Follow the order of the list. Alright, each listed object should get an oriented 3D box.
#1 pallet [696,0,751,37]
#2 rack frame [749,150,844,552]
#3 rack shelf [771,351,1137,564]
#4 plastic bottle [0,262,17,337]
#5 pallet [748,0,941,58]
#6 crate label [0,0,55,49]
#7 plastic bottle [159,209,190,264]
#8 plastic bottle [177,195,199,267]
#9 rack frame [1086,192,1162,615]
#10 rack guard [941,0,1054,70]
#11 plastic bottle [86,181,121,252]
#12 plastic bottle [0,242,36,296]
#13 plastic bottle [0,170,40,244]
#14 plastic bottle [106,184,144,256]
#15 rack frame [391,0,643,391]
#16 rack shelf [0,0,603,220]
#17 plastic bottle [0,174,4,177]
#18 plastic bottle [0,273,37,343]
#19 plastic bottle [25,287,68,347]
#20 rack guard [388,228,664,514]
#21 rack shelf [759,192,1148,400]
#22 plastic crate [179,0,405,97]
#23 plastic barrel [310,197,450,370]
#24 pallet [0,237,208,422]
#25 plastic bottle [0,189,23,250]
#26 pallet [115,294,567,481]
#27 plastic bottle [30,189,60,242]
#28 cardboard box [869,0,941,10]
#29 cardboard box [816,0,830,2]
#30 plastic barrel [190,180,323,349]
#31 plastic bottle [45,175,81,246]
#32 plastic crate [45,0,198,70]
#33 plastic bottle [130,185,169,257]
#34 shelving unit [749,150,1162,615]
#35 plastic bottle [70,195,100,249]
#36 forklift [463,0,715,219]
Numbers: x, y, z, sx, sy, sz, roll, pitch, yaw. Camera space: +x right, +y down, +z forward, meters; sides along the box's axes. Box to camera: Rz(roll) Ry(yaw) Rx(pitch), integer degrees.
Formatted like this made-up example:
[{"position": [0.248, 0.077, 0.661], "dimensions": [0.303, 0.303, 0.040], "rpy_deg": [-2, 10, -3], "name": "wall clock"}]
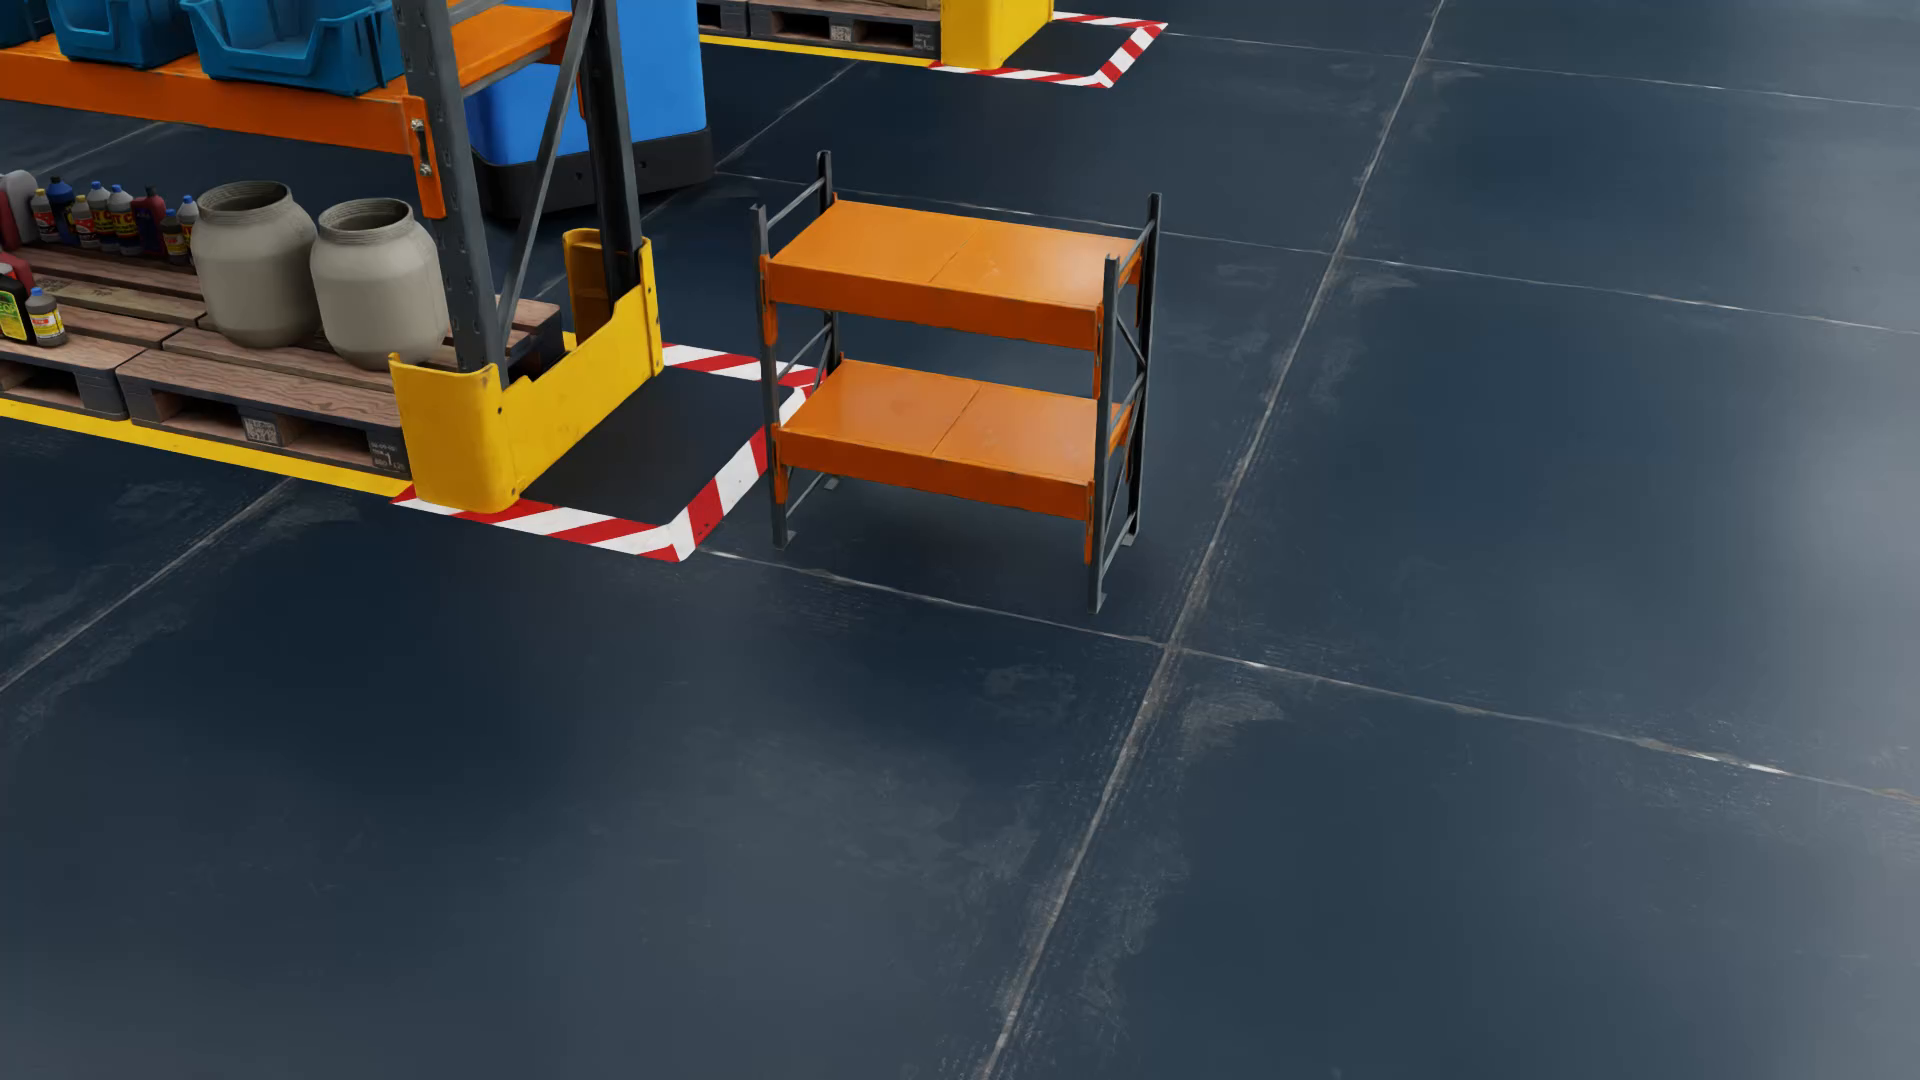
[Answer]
[{"position": [-1.665, -3.437, 10.379], "dimensions": [1.213, 0.211, 1.003], "rpy_deg": [11, 34, 16], "name": "pallet"}, {"position": [-0.485, -0.567, 5.091], "dimensions": [0.032, 1.125, 0.500], "rpy_deg": [11, 34, 16], "name": "rack frame"}, {"position": [-0.006, -0.268, 5.079], "dimensions": [1.000, 0.278, 0.538], "rpy_deg": [11, 34, 16], "name": "rack shelf"}, {"position": [-3.472, -0.888, 5.965], "dimensions": [0.135, 0.276, 0.152], "rpy_deg": [11, 35, 17], "name": "plastic bottle"}, {"position": [-0.521, -3.213, 10.032], "dimensions": [1.213, 0.211, 1.003], "rpy_deg": [11, 34, 16], "name": "pallet"}, {"position": [-3.191, -1.888, 5.377], "dimensions": [0.616, 0.435, 0.502], "rpy_deg": [11, 34, 16], "name": "crate label"}, {"position": [-3.066, -1.194, 6.508], "dimensions": [0.097, 0.201, 0.097], "rpy_deg": [0, 33, 0], "name": "plastic bottle"}, {"position": [-2.969, -1.204, 6.459], "dimensions": [0.097, 0.271, 0.097], "rpy_deg": [0, 33, 0], "name": "plastic bottle"}, {"position": [0.472, -0.381, 4.803], "dimensions": [0.032, 1.125, 0.500], "rpy_deg": [11, 34, 16], "name": "rack frame"}, {"position": [0.232, -3.168, 9.695], "dimensions": [0.348, 0.500, 1.175], "rpy_deg": [11, 34, 16], "name": "rack guard"}, {"position": [-3.386, -1.285, 6.585], "dimensions": [0.097, 0.271, 0.097], "rpy_deg": [0, 33, 0], "name": "plastic bottle"}, {"position": [-3.437, -0.945, 6.047], "dimensions": [0.133, 0.283, 0.061], "rpy_deg": [11, 34, 16], "name": "plastic bottle"}, {"position": [-3.793, -1.351, 6.682], "dimensions": [0.135, 0.276, 0.152], "rpy_deg": [12, 35, 17], "name": "plastic bottle"}, {"position": [-3.292, -1.267, 6.557], "dimensions": [0.097, 0.271, 0.097], "rpy_deg": [0, 33, 0], "name": "plastic bottle"}, {"position": [-1.367, -1.675, 5.078], "dimensions": [0.127, 3.000, 1.000], "rpy_deg": [11, 34, 16], "name": "rack frame"}, {"position": [-3.250, -1.738, 5.840], "dimensions": [4.000, 0.370, 1.077], "rpy_deg": [11, 34, 16], "name": "rack shelf"}, {"position": [-3.945, -1.414, 6.711], "dimensions": [0.185, 0.351, 0.144], "rpy_deg": [11, 34, 16], "name": "plastic bottle"}, {"position": [-3.360, -0.843, 5.888], "dimensions": [0.133, 0.283, 0.061], "rpy_deg": [12, 35, 18], "name": "plastic bottle"}, {"position": [-3.244, -0.796, 5.892], "dimensions": [0.097, 0.201, 0.097], "rpy_deg": [0, 33, 0], "name": "plastic bottle"}, {"position": [-1.455, -0.614, 5.741], "dimensions": [0.348, 0.500, 1.175], "rpy_deg": [11, 34, 16], "name": "rack guard"}, {"position": [-0.006, -0.720, 4.788], "dimensions": [1.000, 0.278, 0.538], "rpy_deg": [11, 34, 16], "name": "rack shelf"}, {"position": [-1.939, -1.551, 5.024], "dimensions": [0.616, 0.251, 0.499], "rpy_deg": [11, 34, 16], "name": "plastic crate"}, {"position": [-2.013, -0.887, 5.765], "dimensions": [0.421, 0.512, 0.421], "rpy_deg": [0, 33, 0], "name": "plastic barrel"}, {"position": [-3.362, -0.869, 6.401], "dimensions": [1.213, 0.211, 1.003], "rpy_deg": [11, 34, 16], "name": "pallet"}, {"position": [-3.828, -1.299, 6.596], "dimensions": [0.133, 0.283, 0.061], "rpy_deg": [11, 34, 16], "name": "plastic bottle"}, {"position": [-2.218, -0.645, 6.054], "dimensions": [1.213, 0.211, 1.003], "rpy_deg": [11, 34, 16], "name": "pallet"}, {"position": [-3.673, -1.312, 6.690], "dimensions": [0.097, 0.201, 0.097], "rpy_deg": [0, 33, 0], "name": "plastic bottle"}, {"position": [-0.279, -3.453, 9.750], "dimensions": [0.500, 0.500, 0.500], "rpy_deg": [18, 37, 25], "name": "cardboard box"}, {"position": [-0.853, -3.545, 9.892], "dimensions": [0.500, 0.500, 0.500], "rpy_deg": [21, 38, 29], "name": "cardboard box"}, {"position": [-2.484, -0.979, 5.908], "dimensions": [0.421, 0.512, 0.421], "rpy_deg": [0, 33, 0], "name": "plastic barrel"}, {"position": [-3.577, -1.322, 6.642], "dimensions": [0.097, 0.271, 0.097], "rpy_deg": [0, 33, 0], "name": "plastic bottle"}, {"position": [-2.549, -1.673, 5.213], "dimensions": [0.408, 0.251, 0.499], "rpy_deg": [11, 34, 16], "name": "plastic crate"}, {"position": [-3.176, -1.260, 6.535], "dimensions": [0.133, 0.283, 0.061], "rpy_deg": [12, 35, 17], "name": "plastic bottle"}, {"position": [-0.006, -0.474, 4.947], "dimensions": [1.048, 1.125, 0.538], "rpy_deg": [11, 34, 16], "name": "shelving unit"}, {"position": [-3.479, -1.274, 6.632], "dimensions": [0.097, 0.201, 0.097], "rpy_deg": [0, 33, 0], "name": "plastic bottle"}, {"position": [-2.314, -3.414, 7.836], "dimensions": [1.130, 2.935, 3.031], "rpy_deg": [-17, 37, -25], "name": "forklift"}]
